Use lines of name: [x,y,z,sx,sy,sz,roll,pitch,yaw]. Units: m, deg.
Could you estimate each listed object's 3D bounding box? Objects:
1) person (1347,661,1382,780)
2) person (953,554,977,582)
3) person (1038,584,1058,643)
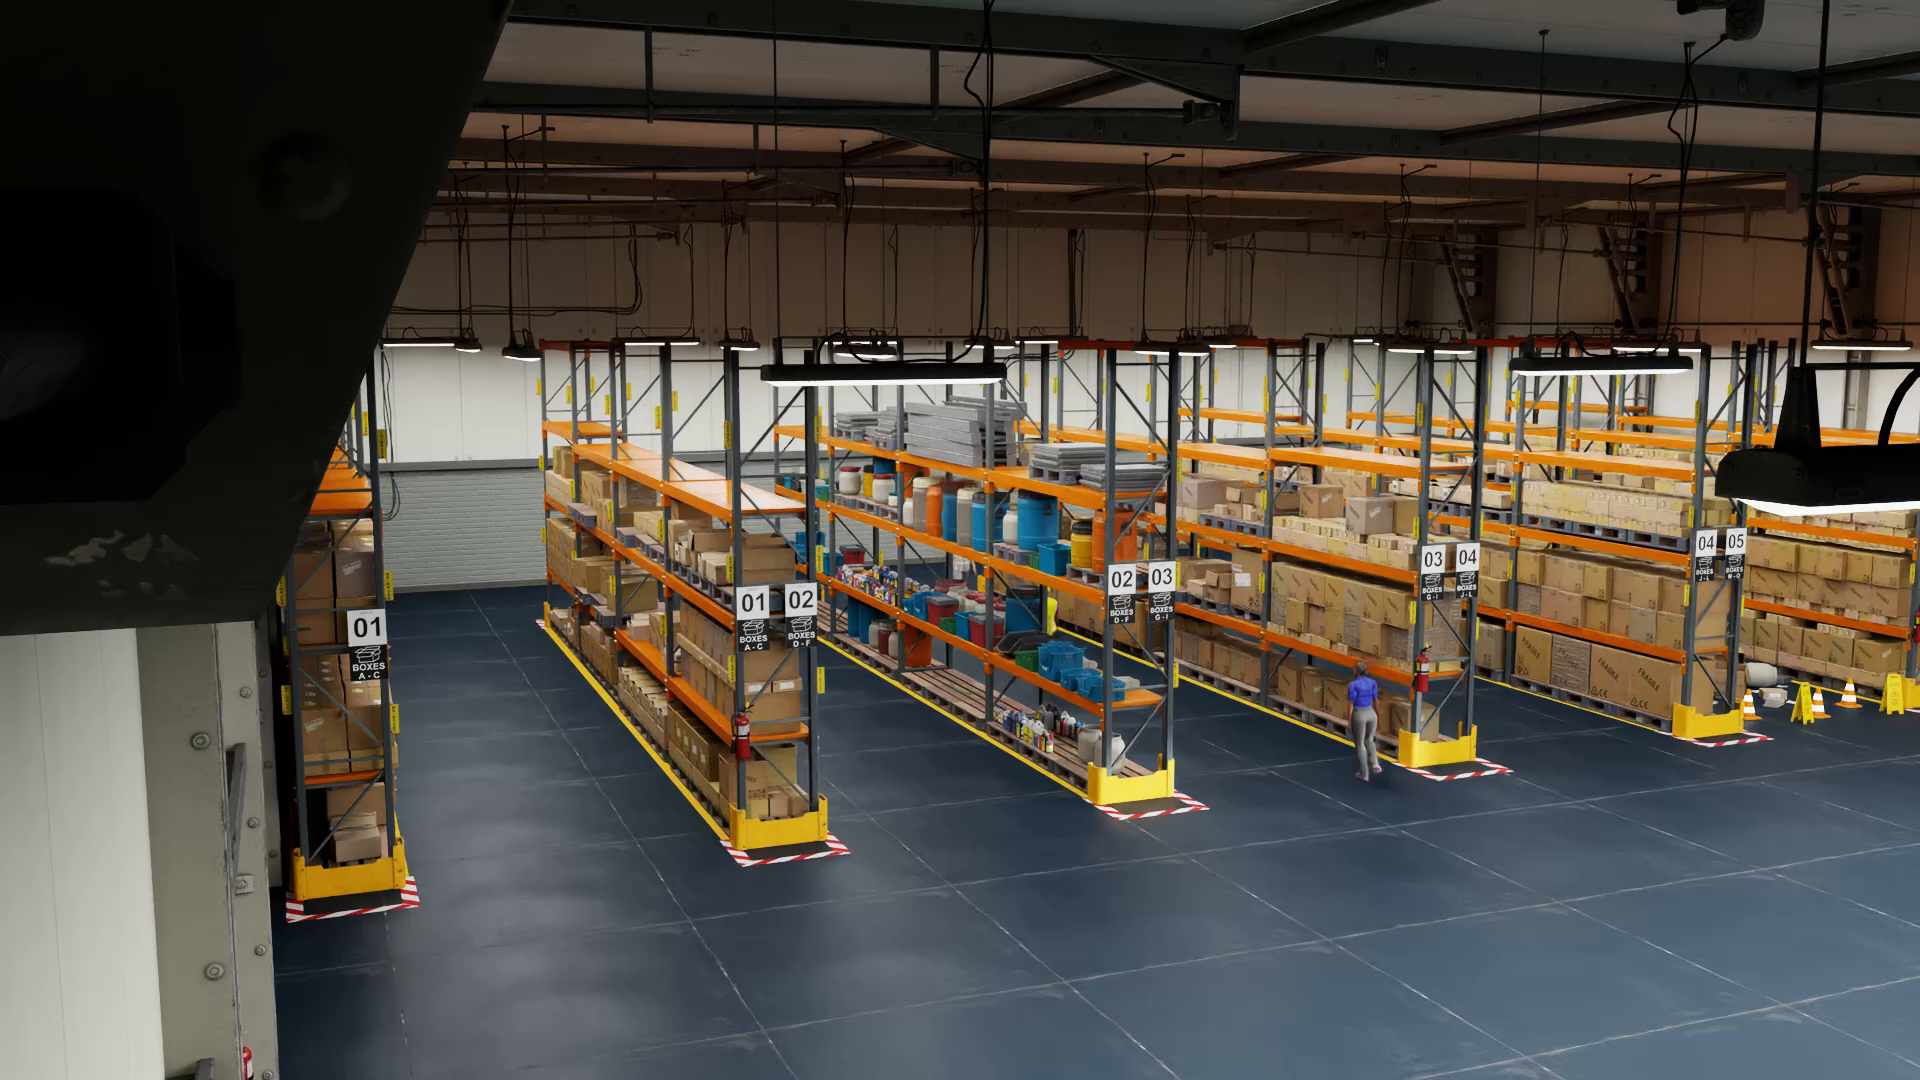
person: [5.626,2.506,23.156,0.503,1.646,0.457,-2,8,-12]
person: [0.050,0.633,37.159,0.558,1.707,1.078,-3,8,-23]
person: [1.493,1.647,29.419,0.403,1.787,0.609,7,10,43]
